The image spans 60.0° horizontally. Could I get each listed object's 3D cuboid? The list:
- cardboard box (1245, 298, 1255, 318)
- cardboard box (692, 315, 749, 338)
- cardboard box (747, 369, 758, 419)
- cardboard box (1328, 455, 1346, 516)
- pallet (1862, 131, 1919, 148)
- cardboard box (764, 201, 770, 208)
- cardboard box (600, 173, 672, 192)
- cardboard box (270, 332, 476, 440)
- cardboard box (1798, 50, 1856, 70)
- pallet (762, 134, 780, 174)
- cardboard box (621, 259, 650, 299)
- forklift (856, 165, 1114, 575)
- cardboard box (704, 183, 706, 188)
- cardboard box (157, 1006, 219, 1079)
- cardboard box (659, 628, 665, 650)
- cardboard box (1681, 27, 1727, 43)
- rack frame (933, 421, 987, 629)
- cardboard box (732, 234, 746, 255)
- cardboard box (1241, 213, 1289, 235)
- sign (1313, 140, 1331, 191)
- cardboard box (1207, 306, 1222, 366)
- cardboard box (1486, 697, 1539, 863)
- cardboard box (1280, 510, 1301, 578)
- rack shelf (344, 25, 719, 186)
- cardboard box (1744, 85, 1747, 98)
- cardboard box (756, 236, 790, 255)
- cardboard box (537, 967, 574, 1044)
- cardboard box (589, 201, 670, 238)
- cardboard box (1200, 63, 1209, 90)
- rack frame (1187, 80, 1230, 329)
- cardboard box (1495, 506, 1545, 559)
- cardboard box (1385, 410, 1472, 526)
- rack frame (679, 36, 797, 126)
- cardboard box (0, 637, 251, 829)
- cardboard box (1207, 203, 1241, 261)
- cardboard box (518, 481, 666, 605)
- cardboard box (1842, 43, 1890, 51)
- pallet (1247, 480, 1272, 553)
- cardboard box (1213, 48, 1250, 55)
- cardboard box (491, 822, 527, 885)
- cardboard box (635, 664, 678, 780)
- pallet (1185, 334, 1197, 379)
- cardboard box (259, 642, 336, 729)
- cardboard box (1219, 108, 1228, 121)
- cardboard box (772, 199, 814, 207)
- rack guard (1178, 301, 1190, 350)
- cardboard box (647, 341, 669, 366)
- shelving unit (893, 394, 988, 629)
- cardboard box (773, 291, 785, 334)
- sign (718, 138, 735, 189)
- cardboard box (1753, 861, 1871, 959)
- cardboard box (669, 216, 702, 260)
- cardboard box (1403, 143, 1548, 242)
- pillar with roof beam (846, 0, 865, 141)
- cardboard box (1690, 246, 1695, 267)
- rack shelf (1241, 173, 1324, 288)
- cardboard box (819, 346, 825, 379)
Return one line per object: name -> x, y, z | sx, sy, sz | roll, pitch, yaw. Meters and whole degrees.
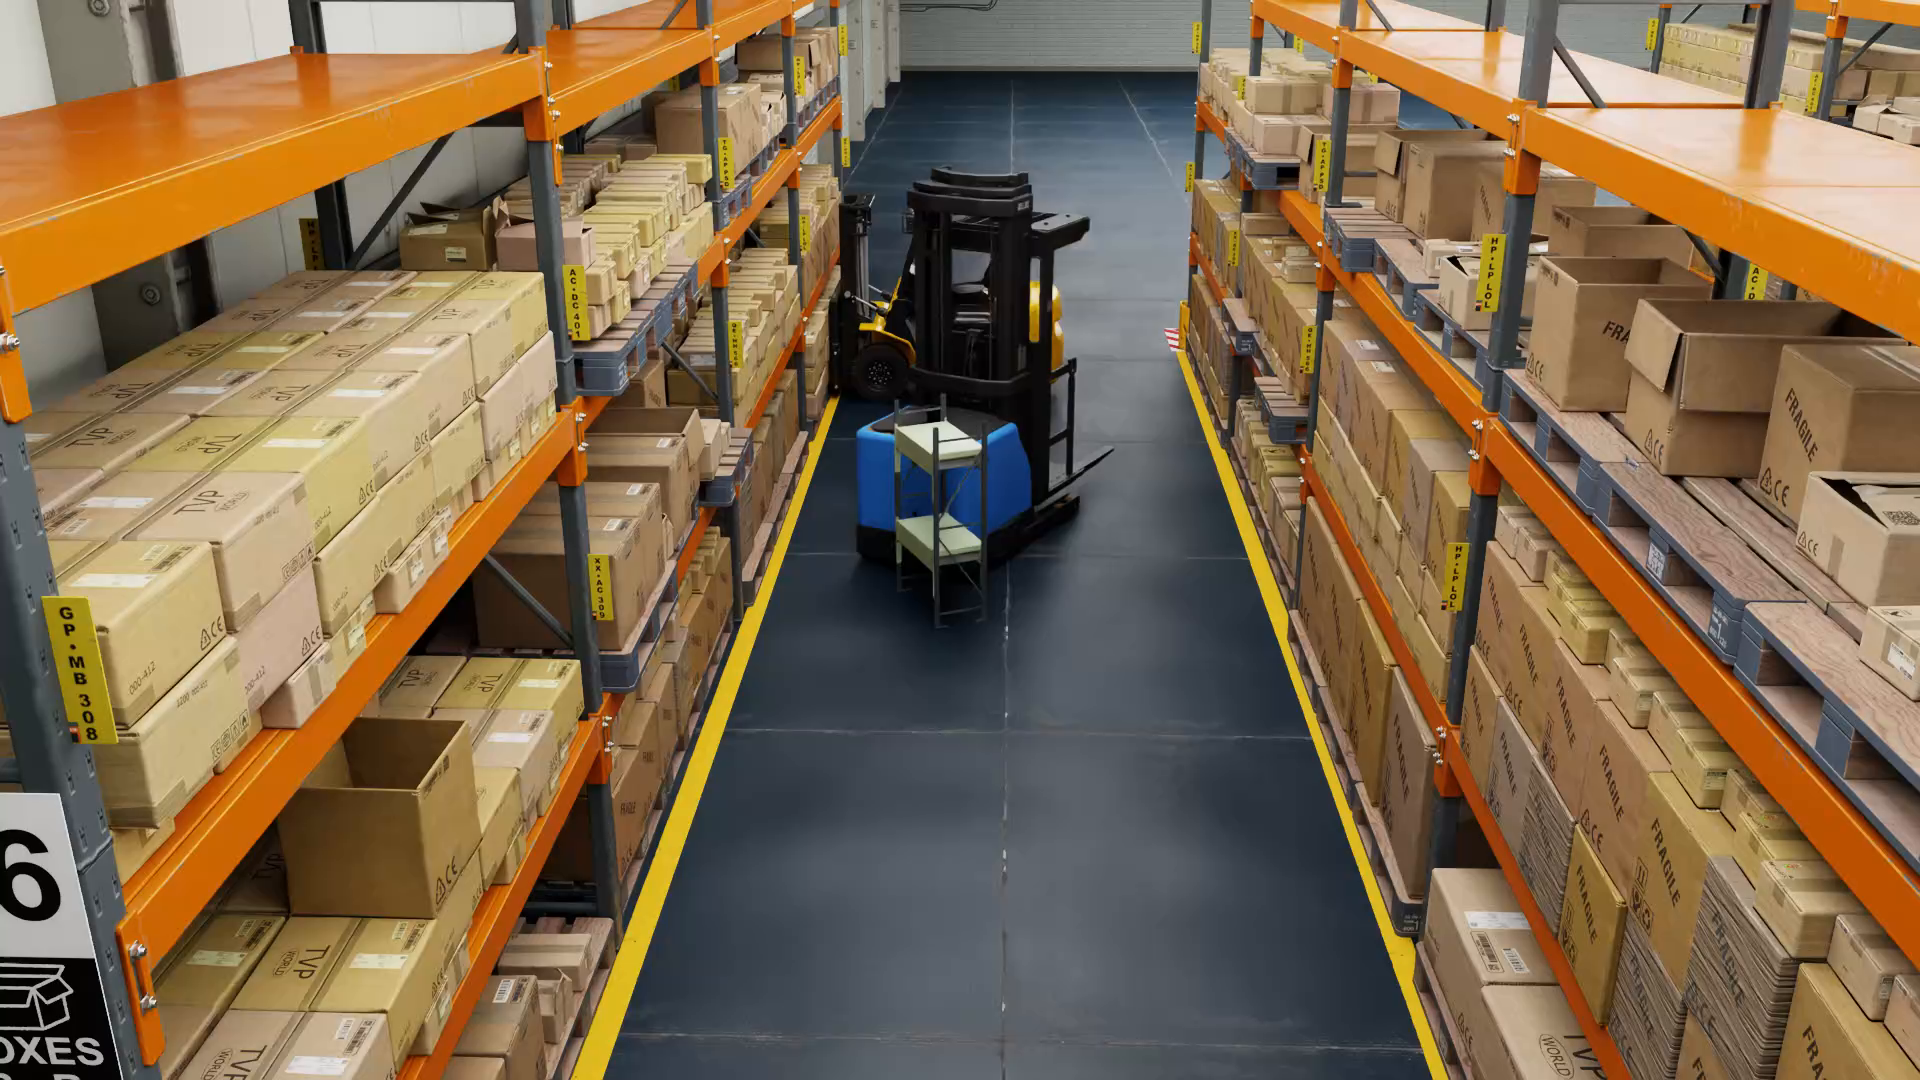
cardboard box -> 2.662, -2.013, 14.338 | 0.380, 0.149, 0.250 | 1, 21, 3
cardboard box -> -1.784, -1.574, 12.403 | 0.380, 0.149, 0.250 | 1, 21, 2
cardboard box -> -1.794, -1.098, 12.419 | 0.500, 0.250, 0.500 | 0, 21, 0
cardboard box -> 2.625, -0.345, 10.479 | 0.500, 0.250, 0.500 | 0, 21, 0
pallet -> 7.983, -3.180, 13.697 | 0.805, 0.209, 1.217 | 0, 21, -1
cardboard box -> -2.133, -3.435, 16.788 | 0.380, 0.149, 0.250 | 1, 21, 3
cardboard box -> -1.908, -2.071, 9.819 | 0.380, 0.149, 0.250 | 0, 21, 1
cardboard box -> -1.999, -0.530, 5.707 | 0.500, 0.250, 0.500 | 1, 21, 3
cardboard box -> 7.654, -4.234, 14.675 | 0.380, 0.149, 0.250 | 0, 21, 1
pallet -> -1.964, -3.265, 13.914 | 0.805, 0.209, 1.217 | 0, 21, -1
cardboard box -> -1.742, -1.286, 8.177 | 0.380, 0.149, 0.250 | 1, 21, 2
forklift -> 0.357, -1.586, 13.565 | 1.130, 2.935, 3.031 | 12, 24, 28
cardboard box -> -1.758, -2.483, 11.238 | 0.380, 0.166, 0.250 | 1, 21, 2
cardboard box -> -2.550, 1.640, 4.952 | 0.500, 0.250, 0.500 | 1, 21, 2
cardboard box -> -1.961, 0.588, 9.846 | 0.380, 0.149, 0.250 | 1, 21, 2
cardboard box -> 7.739, -5.245, 17.279 | 0.380, 0.149, 0.250 | 0, 21, 1
rack frame -> 0.002, -0.095, 11.700 | 0.400, 1.500, 0.023 | -9, 23, -22
cardboard box -> -2.197, -2.743, 15.415 | 0.380, 0.149, 0.250 | 1, 21, 1
cardboard box -> 2.643, -2.738, 14.413 | 0.380, 0.149, 0.250 | 1, 21, 1
sign -> 2.347, -2.421, 10.760 | 0.100, 0.325, 0.005 | 1, 21, 2
cardboard box -> 2.789, -2.070, 16.901 | 0.500, 0.500, 0.500 | 2, 21, 4
cardboard box -> 2.472, 0.973, 6.735 | 0.500, 0.500, 0.500 | 1, 21, 2
cardboard box -> 2.917, 0.050, 12.305 | 0.950, 0.372, 0.625 | -1, 21, -2
rack shelf -> -2.133, -2.380, 8.770 | 1.077, 0.370, 4.000 | 1, 21, 2
cardboard box -> 7.684, -4.229, 15.764 | 0.380, 0.149, 0.250 | 1, 21, 2
cardboard box -> -1.678, -2.736, 15.398 | 0.380, 0.149, 0.250 | 0, 21, 1
cardboard box -> -1.928, 2.031, 7.348 | 0.396, 0.266, 0.258 | 1, 21, 4
cardboard box -> -1.758, -1.705, 8.847 | 0.380, 0.149, 0.250 | 1, 21, 2
cardboard box -> 2.851, -4.956, 17.804 | 0.500, 0.250, 0.500 | 0, 21, 1
rack frame -> 3.133, -3.667, 18.834 | 1.000, 3.000, 0.127 | 1, 21, 2
cardboard box -> 2.499, -0.032, 7.049 | 0.380, 0.149, 0.250 | 0, 21, 1
cardboard box -> 2.574, -0.376, 8.831 | 0.500, 0.500, 0.500 | 1, 21, 3
rack frame -> -1.950, -5.071, 14.159 | 1.000, 3.000, 0.127 | 1, 21, 2
cardboard box -> -2.029, 0.440, 3.898 | 0.500, 0.250, 0.500 | 0, 21, 1
cardboard box -> 2.807, -3.129, 16.897 | 0.500, 0.500, 0.500 | 0, 21, 1
cardboard box -> -1.940, 0.016, 8.622 | 0.700, 0.500, 0.500 | 1, 21, 2
cardboard box -> 8.335, -4.502, 15.365 | 0.380, 0.149, 0.250 | 0, 21, 1
pallet -> 2.954, -0.197, 13.746 | 1.003, 0.211, 1.213 | 1, 21, 2
cardboard box -> 2.918, -5.194, 17.867 | 0.380, 0.149, 0.250 | 0, 21, 1
cardboard box -> -1.936, 1.229, 6.562 | 0.380, 0.149, 0.250 | 0, 21, 1
cardboard box -> -1.928, 1.042, 9.571 | 0.500, 0.500, 0.500 | 0, 21, 0
pallet -> 3.070, -2.047, 18.512 | 1.003, 0.211, 1.213 | 1, 21, 2
cardboard box -> -1.956, 0.394, 4.568 | 0.380, 0.149, 0.250 | 1, 21, 3
cardboard box -> 2.795, -4.269, 16.586 | 0.380, 0.149, 0.250 | 0, 21, 0
cardboard box -> -1.636, -3.248, 16.307 | 0.380, 0.149, 0.250 | 0, 21, 1
rack guard -> 3.130, -2.475, 19.215 | 1.175, 0.500, 0.348 | 1, 21, 2
cardboard box -> -2.265, -1.297, 11.690 | 0.380, 0.149, 0.250 | 1, 21, 3
shelving unit -> -0.145, -0.216, 12.013 | 0.431, 1.500, 0.755 | -9, 23, -22
cardboard box -> -1.740, -1.886, 13.760 | 0.500, 0.250, 0.500 | 1, 21, 3
sign -> -1.530, -2.461, 10.863 | 0.100, 0.325, 0.005 | 1, 21, 2
cardboard box -> 2.364, 0.984, 4.428 | 0.380, 0.149, 0.250 | 0, 21, 1
cardboard box -> -1.860, -1.787, 10.047 | 0.500, 0.250, 0.500 | 1, 21, 2
cardboard box -> 3.049, -2.056, 9.815 | 0.700, 0.500, 0.500 | 0, 21, -1
pillar with roof beam -> 2.100, -12.737, 33.914 | 9.100, 9.000, 0.400 | 1, 21, 2
cardboard box -> 7.980, -3.185, 17.382 | 0.875, 0.550, 0.550 | 1, 21, 2
rack shelf -> 2.950, -2.561, 12.830 | 1.077, 0.370, 4.000 | 1, 21, 2
cardboard box -> -1.614, -1.775, 16.486 | 0.500, 0.250, 0.500 | 1, 21, 1
